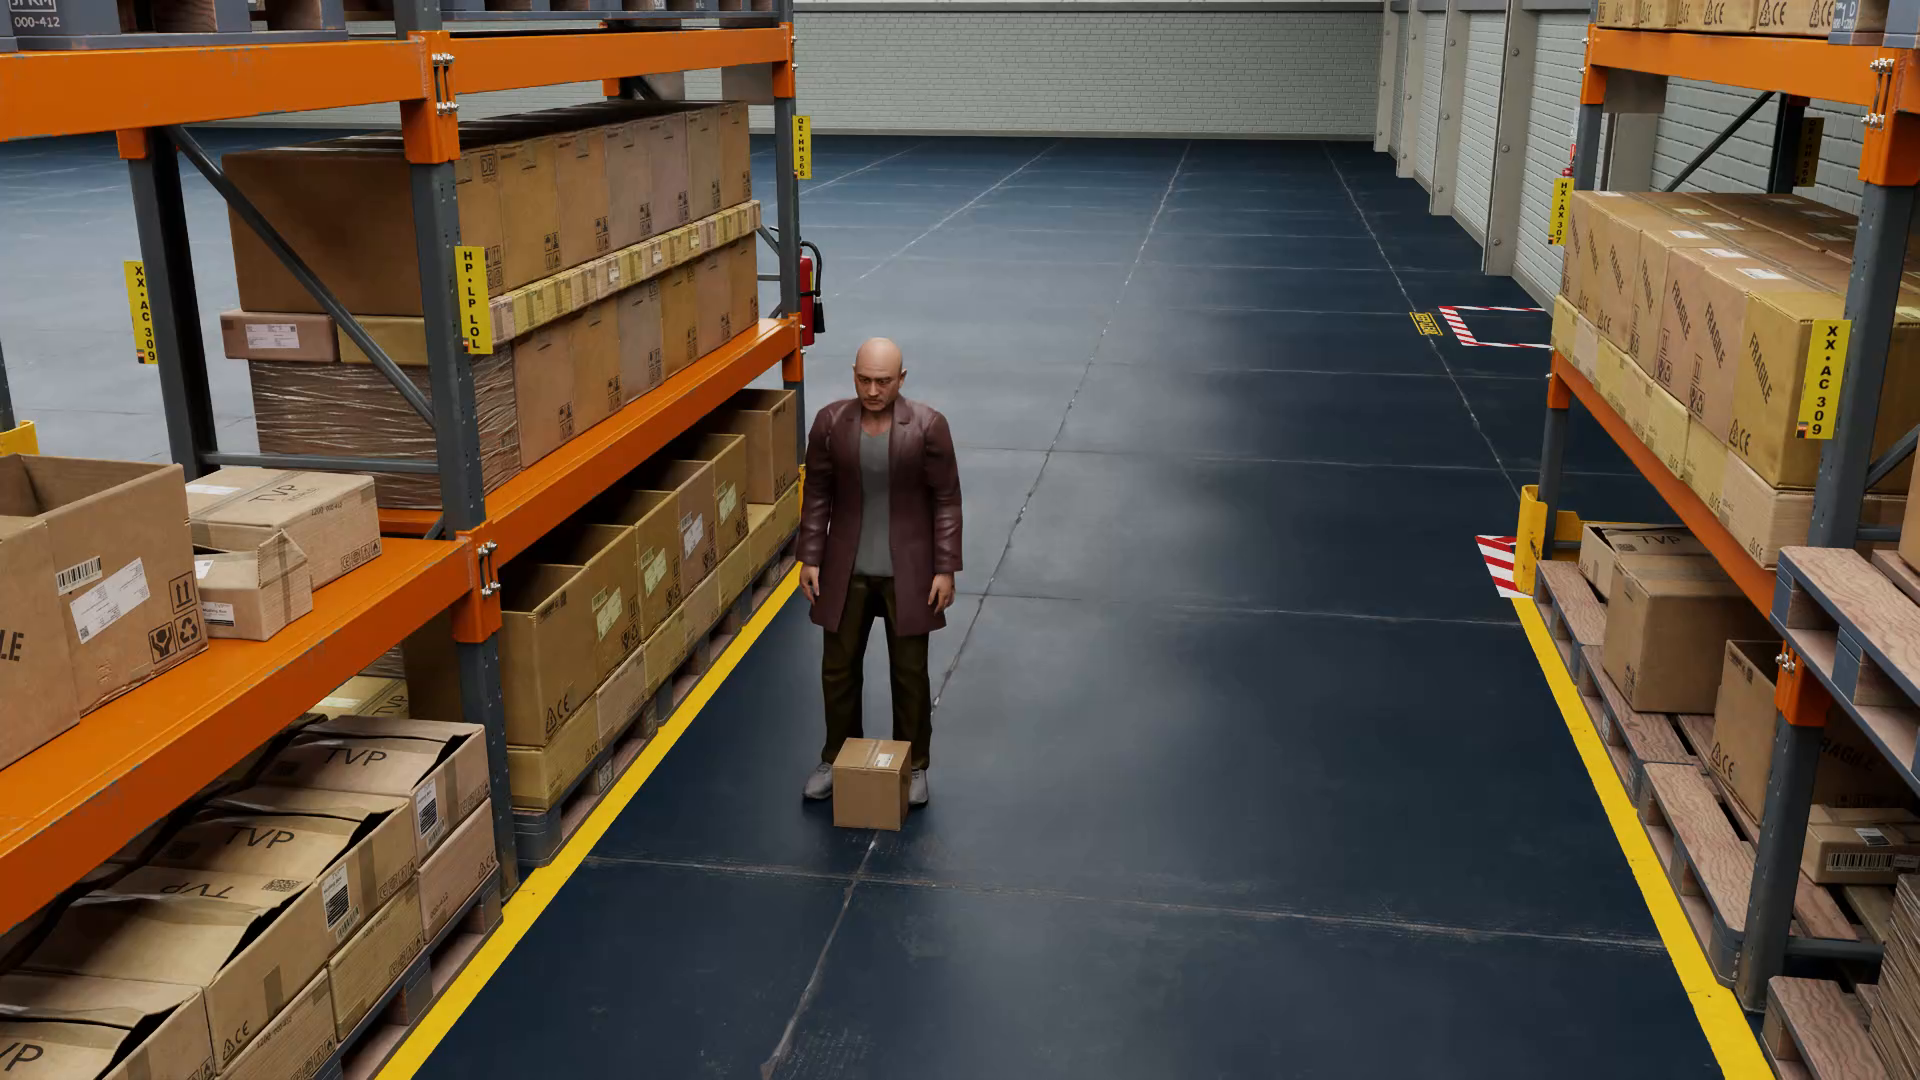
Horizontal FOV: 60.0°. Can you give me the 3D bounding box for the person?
[{"bbox_3d":[-0.305,0.112,6.225,0.641,1.773,0.428,3,18,9],"label":"person"}]
